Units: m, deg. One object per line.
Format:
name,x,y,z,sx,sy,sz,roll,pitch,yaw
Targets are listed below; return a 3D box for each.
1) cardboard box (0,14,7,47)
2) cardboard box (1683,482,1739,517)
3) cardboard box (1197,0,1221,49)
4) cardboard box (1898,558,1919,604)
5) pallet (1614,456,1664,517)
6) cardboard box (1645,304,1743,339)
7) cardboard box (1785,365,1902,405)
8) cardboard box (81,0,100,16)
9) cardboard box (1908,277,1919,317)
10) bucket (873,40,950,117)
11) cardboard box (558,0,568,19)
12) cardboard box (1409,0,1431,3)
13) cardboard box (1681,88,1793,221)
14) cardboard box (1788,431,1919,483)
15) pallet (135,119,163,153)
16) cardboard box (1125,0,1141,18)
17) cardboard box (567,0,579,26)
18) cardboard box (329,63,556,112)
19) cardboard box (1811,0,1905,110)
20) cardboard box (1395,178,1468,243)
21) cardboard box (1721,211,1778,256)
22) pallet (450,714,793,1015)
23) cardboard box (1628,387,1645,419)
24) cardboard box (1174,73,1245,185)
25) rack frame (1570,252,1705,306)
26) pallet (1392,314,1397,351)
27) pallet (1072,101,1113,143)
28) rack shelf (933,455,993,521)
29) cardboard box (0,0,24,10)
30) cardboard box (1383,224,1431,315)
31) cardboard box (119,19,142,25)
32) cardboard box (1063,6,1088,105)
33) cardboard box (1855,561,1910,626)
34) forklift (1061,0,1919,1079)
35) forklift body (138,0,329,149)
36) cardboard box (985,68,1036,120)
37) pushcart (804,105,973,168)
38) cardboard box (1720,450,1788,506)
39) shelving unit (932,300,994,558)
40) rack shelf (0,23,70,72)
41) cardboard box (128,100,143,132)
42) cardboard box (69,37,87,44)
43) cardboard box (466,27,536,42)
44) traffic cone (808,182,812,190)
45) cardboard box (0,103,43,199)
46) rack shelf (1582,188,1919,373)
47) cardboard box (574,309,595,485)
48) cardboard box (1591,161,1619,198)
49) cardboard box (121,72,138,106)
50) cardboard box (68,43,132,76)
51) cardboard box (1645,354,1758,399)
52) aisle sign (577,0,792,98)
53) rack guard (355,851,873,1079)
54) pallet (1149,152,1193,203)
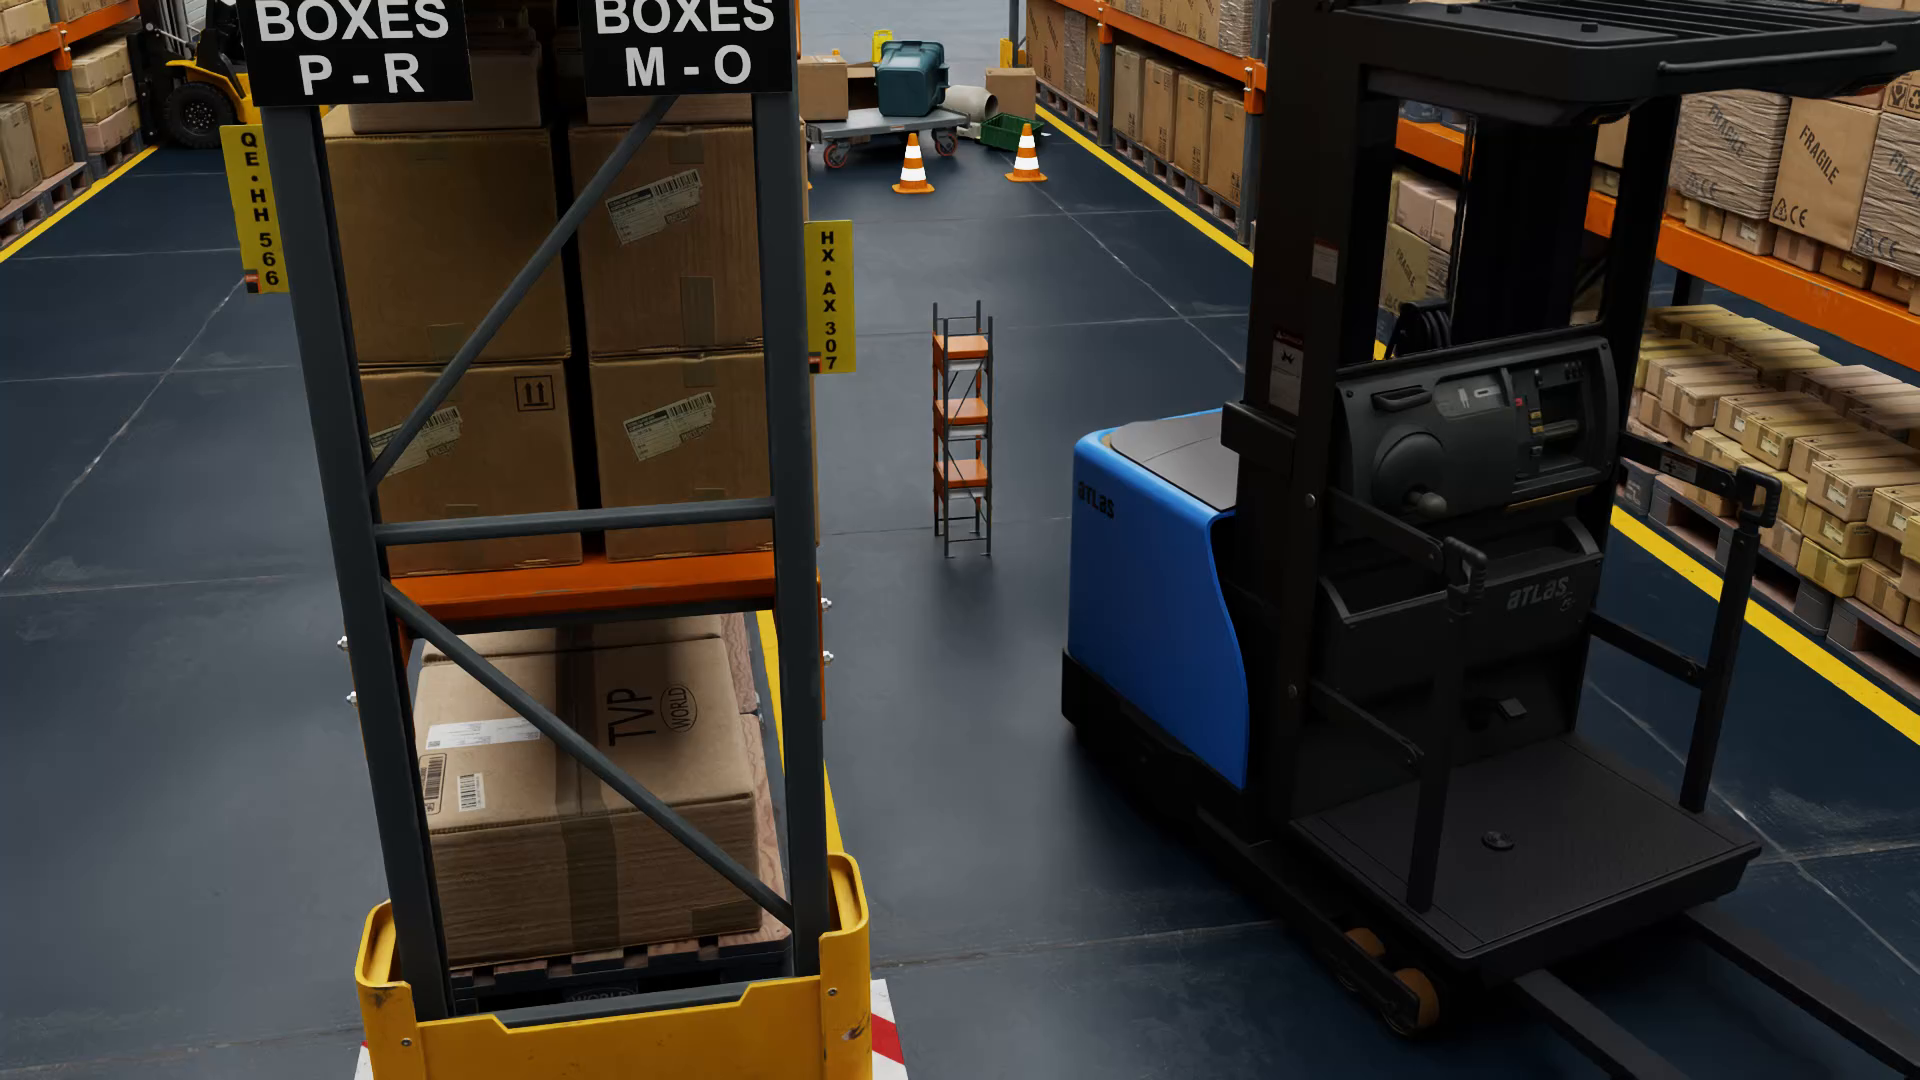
cardboard box,-7.404,-3.742,12.258,0.500,0.250,0.500,-4,24,-9
cardboard box,3.320,-0.225,7.054,0.380,0.149,0.250,-5,24,-11
cardboard box,2.111,-3.986,12.504,0.500,0.500,0.500,-4,24,-10
cardboard box,3.552,0.147,5.831,0.380,0.149,0.250,-5,24,-12
pallet,3.448,-0.474,8.071,1.003,0.211,1.213,-4,24,-10
cardboard box,3.610,-1.051,8.203,0.380,0.149,0.250,-4,24,-8
cardboard box,3.862,-0.649,7.281,0.380,0.149,0.250,-5,24,-12
cardboard box,-7.852,-4.828,14.432,0.500,0.500,0.500,-4,24,-9
cardboard box,3.530,-0.835,5.727,0.380,0.149,0.250,-5,24,-12
bucket,-0.482,-4.239,15.399,0.726,0.611,0.620,4,34,9
cardboard box,-1.469,-1.766,5.362,0.380,0.149,0.250,-4,24,-10
cardboard box,2.782,-3.019,9.461,0.380,0.149,0.250,-5,24,-12
cardboard box,3.289,-1.587,6.639,0.500,0.500,0.500,-5,24,-11
cardboard box,3.489,-0.303,6.491,0.380,0.149,0.250,-5,24,-12
pallet,-8.249,-3.904,15.925,1.003,0.211,1.213,-4,24,-10
cardboard box,1.736,-4.780,14.323,0.500,0.500,0.500,-4,24,-9
cardboard box,-1.620,-1.707,6.036,0.500,0.500,0.500,-5,24,-10
cardboard box,-1.266,-0.913,4.219,0.500,0.500,0.500,-4,24,-10
cardboard box,3.400,-1.853,5.999,0.500,0.500,0.500,-5,24,-12
cardboard box,2.820,-1.881,9.471,0.500,0.250,0.500,-3,24,-7
cardboard box,3.311,-1.248,6.674,0.380,0.149,0.250,-3,24,-7
pallet,-1.043,0.936,4.844,1.003,0.211,1.213,-4,24,-10
cardboard box,3.257,-0.683,7.732,0.380,0.149,0.250,-4,24,-10
cardboard box,2.360,-3.338,13.431,1.050,0.750,0.750,-4,24,-9
rack frame,3.289,-2.013,8.112,1.000,3.000,0.127,-4,24,-10
pallet,3.143,-1.041,9.371,1.003,0.211,1.213,-4,24,-10
pallet,1.745,-4.187,16.573,1.003,0.211,1.213,-4,24,-10
rack shelf,0.010,-0.196,7.107,0.215,0.259,0.240,-4,24,-10
cardboard box,-7.470,-4.169,12.611,0.500,0.250,0.500,-5,24,-11
cardboard box,2.810,-1.534,9.614,0.500,0.500,0.500,-5,24,-11
cardboard box,-8.262,-5.191,17.049,0.500,0.250,0.500,-4,24,-8
cardboard box,1.591,-4.985,17.047,0.875,0.875,0.875,-4,24,-9
cardboard box,3.556,0.182,6.122,0.380,0.149,0.250,-4,24,-9
forklift,1.476,-0.267,4.199,1.130,2.935,3.031,-12,26,-25
forklift body,-6.510,-4.958,15.916,2.313,2.155,1.214,-4,24,-10
cardboard box,0.514,-4.550,17.040,0.500,0.500,0.500,0,24,-1
pushcart,-0.805,-3.740,15.343,1.648,0.377,0.936,-13,27,-28
cardboard box,3.337,-0.264,6.772,0.380,0.149,0.250,-4,24,-9
shelving unit,0.010,-0.460,6.992,0.215,1.050,0.252,-4,24,-10
rack shelf,-7.544,-3.269,11.885,1.077,0.370,4.000,-4,24,-10
cardboard box,-7.898,-3.932,15.415,0.500,0.250,0.500,-4,24,-9
cardboard box,-8.485,-4.550,15.582,0.500,0.250,0.500,-5,24,-11
cardboard box,-1.151,-1.059,3.743,0.380,0.149,0.250,-4,24,-9
traffic cone,-1.432,-3.207,14.015,0.336,0.463,0.334,-4,24,-10
cardboard box,-7.671,-2.979,12.765,0.875,0.625,0.625,-5,24,-10
rack shelf,3.658,-0.897,6.454,1.077,0.370,4.000,-4,24,-10
cardboard box,-1.245,-0.448,4.404,0.500,0.500,0.500,-5,24,-11
cardboard box,3.140,-1.666,7.631,0.380,0.149,0.250,-4,24,-8
cardboard box,-7.877,-4.156,15.304,0.500,0.250,0.500,-5,24,-10
cardboard box,-7.883,-4.386,15.206,0.500,0.250,0.500,-3,24,-8
cardboard box,3.307,-0.711,7.425,0.380,0.149,0.250,-5,24,-11
aisle sign,-0.519,-1.218,3.043,0.394,0.787,0.004,-4,24,-10
rack guard,-0.813,1.121,4.058,1.175,0.500,0.348,-4,24,-10
pallet,2.255,-3.103,14.091,1.003,0.211,1.213,-4,24,-10
